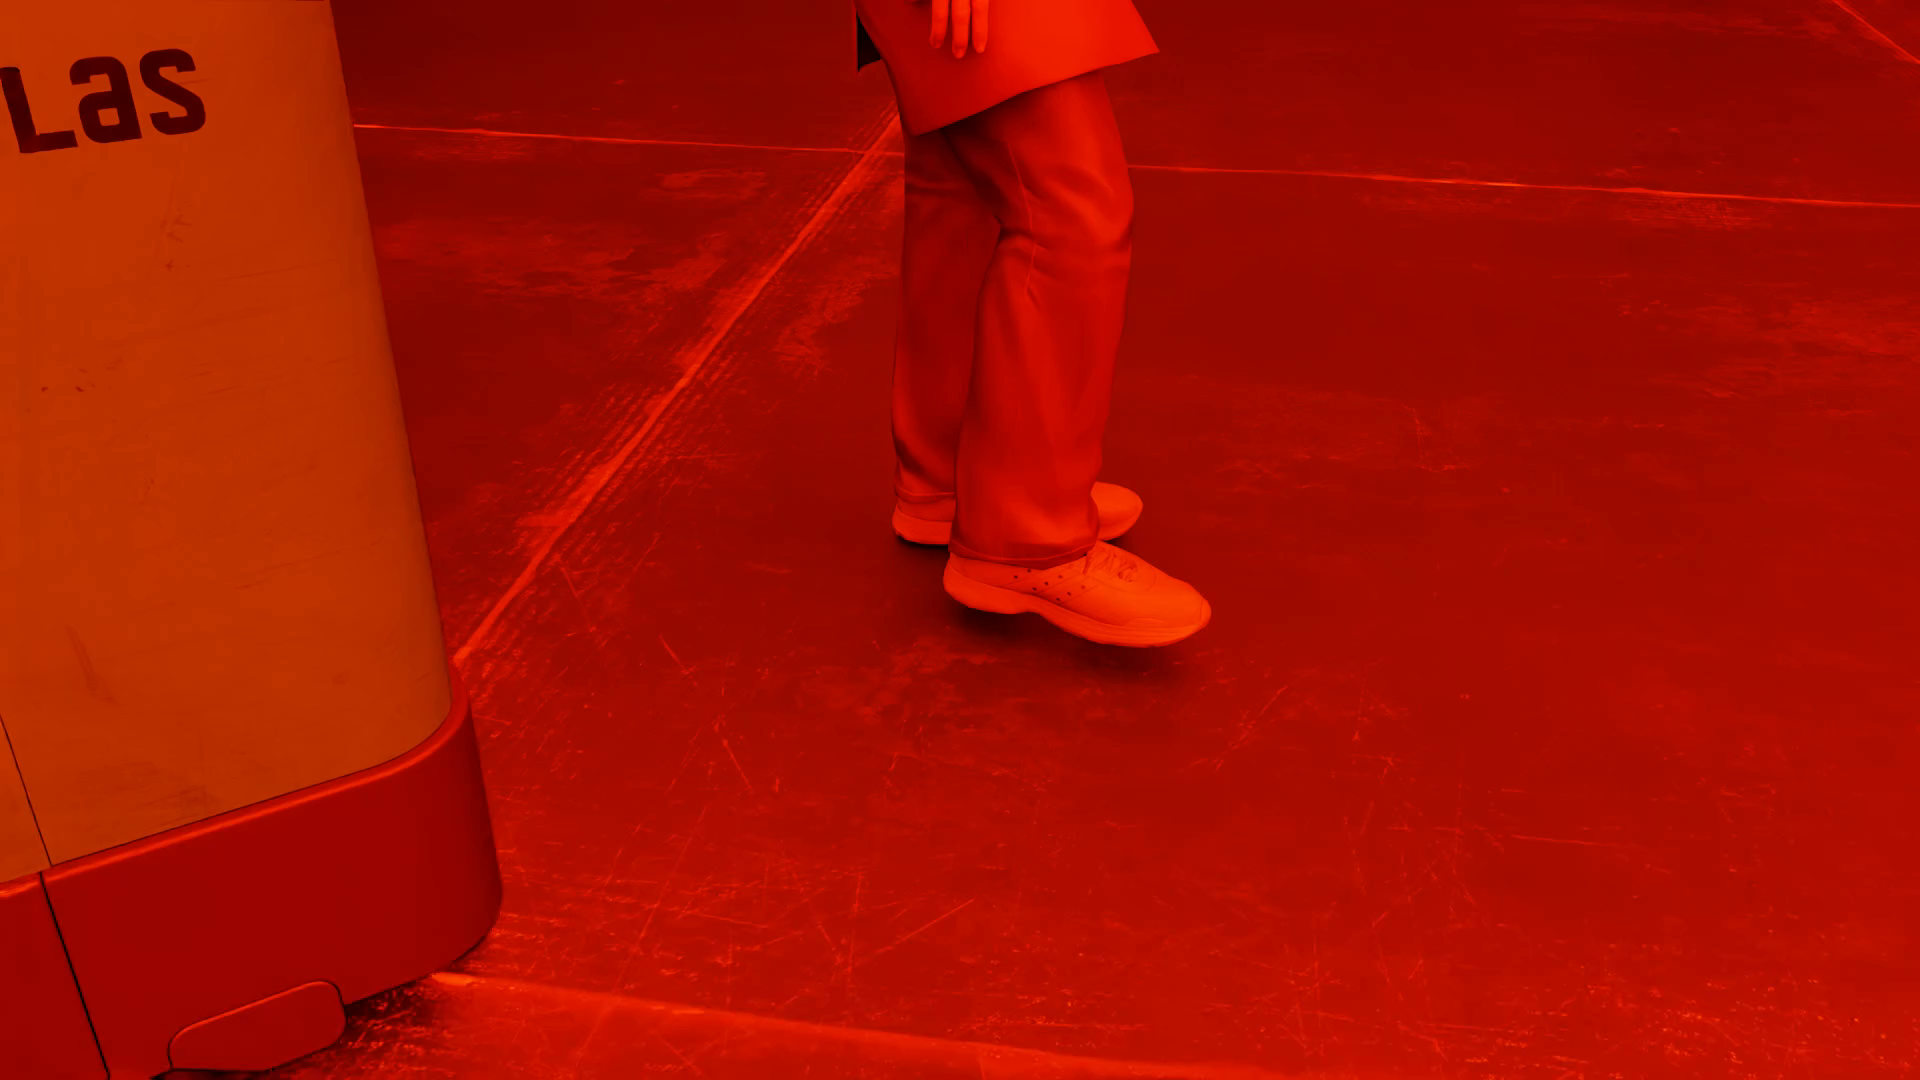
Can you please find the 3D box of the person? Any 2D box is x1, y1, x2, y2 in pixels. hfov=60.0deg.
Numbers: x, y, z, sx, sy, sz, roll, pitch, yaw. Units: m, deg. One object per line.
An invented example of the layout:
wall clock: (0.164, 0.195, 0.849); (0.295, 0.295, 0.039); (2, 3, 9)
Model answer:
person: (0.090, -0.774, 2.048); (0.580, 1.777, 0.698); (5, 29, 9)

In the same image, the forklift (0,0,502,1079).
forklift: (-1.991, -0.662, 0.672); (3.031, 2.935, 1.130); (-16, 33, -27)
